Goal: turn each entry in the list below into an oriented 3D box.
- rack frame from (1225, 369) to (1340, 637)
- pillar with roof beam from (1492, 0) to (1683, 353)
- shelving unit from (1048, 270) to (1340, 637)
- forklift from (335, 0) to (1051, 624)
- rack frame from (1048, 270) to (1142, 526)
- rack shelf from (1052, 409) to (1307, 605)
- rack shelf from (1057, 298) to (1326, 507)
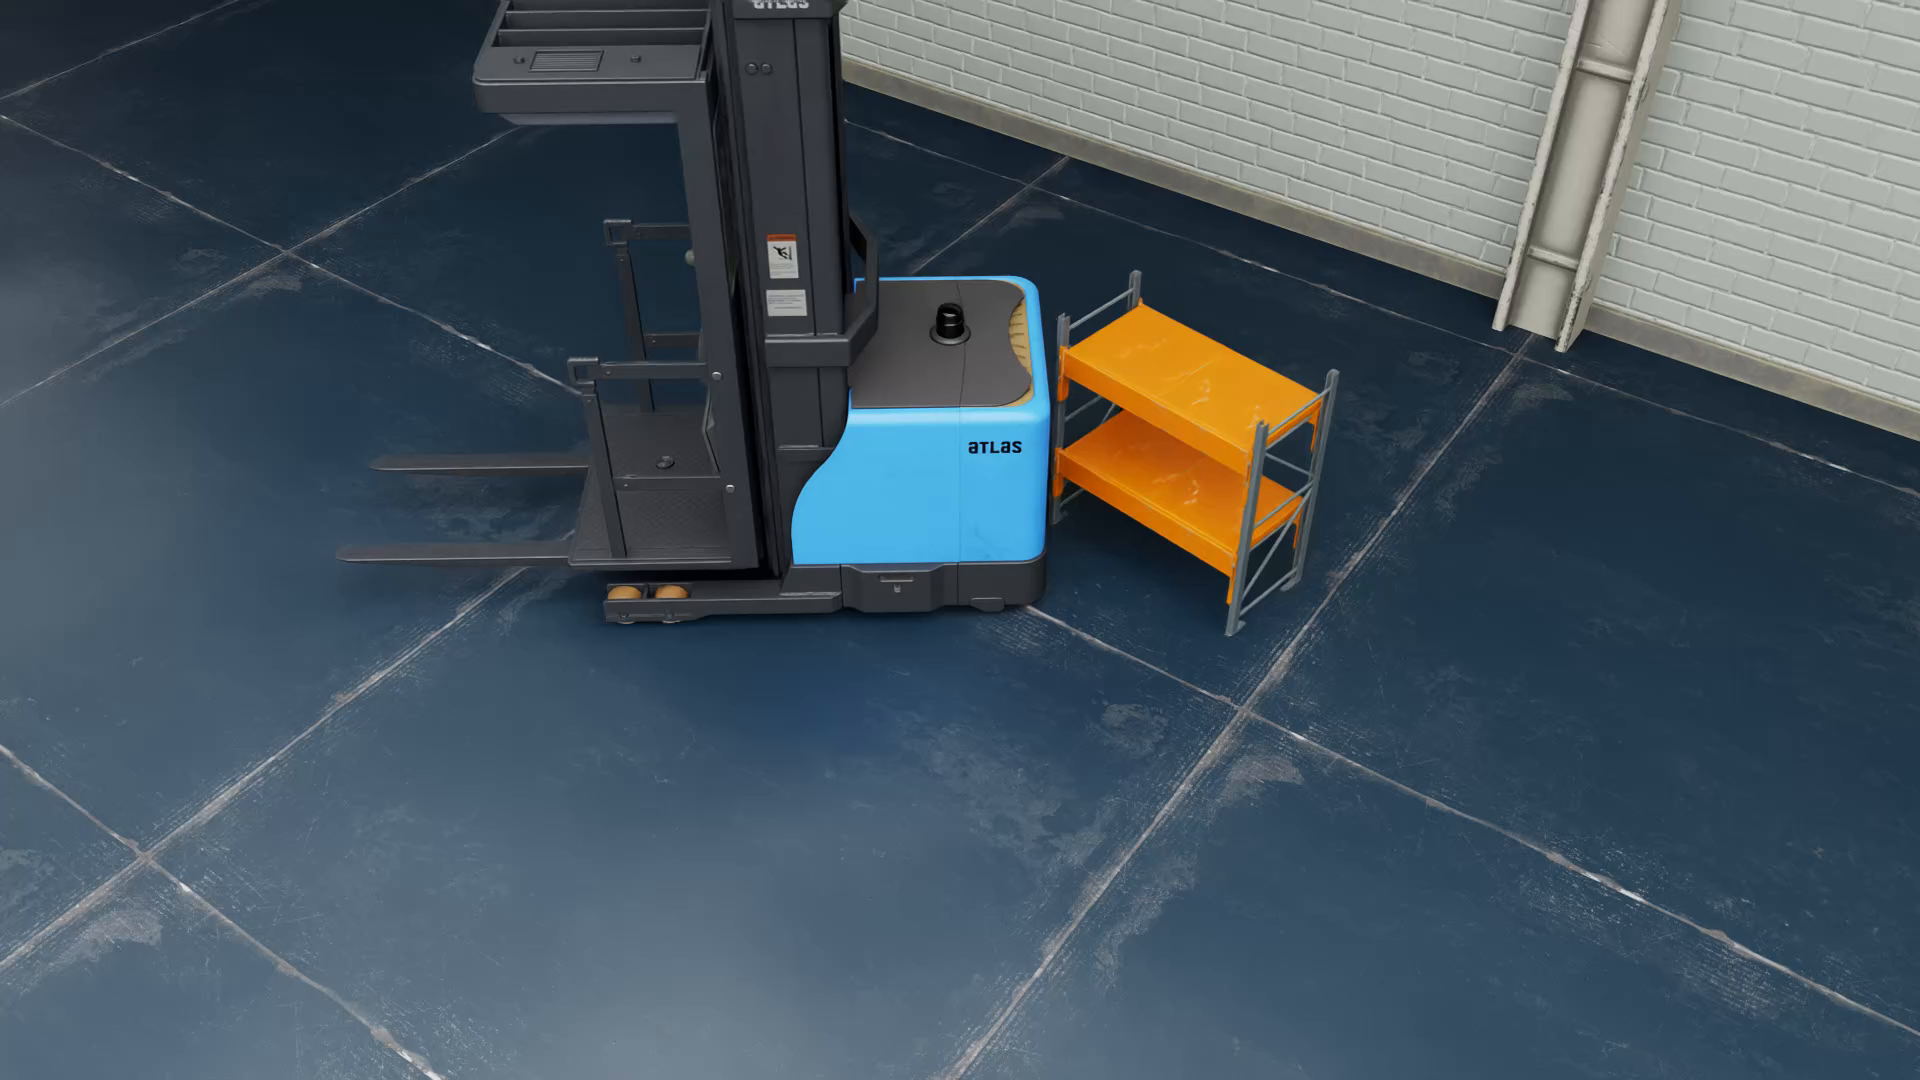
[{"bbox_3d":[1.311,-0.132,6.803,0.032,1.125,0.500,33,52,32],"label":"rack frame"},{"bbox_3d":[0.573,-2.127,3.127,0.400,9.000,9.100,25,48,25],"label":"pillar with roof beam"},{"bbox_3d":[0.950,-0.371,7.069,1.048,1.125,0.538,33,52,32],"label":"shelving unit"},{"bbox_3d":[-1.156,-1.093,6.522,3.031,2.935,1.130,-1,42,-1],"label":"forklift"},{"bbox_3d":[0.588,-0.609,7.336,0.032,1.125,0.500,33,52,32],"label":"rack frame"},{"bbox_3d":[0.950,-0.189,7.232,1.000,0.278,0.538,33,52,32],"label":"rack shelf"},{"bbox_3d":[0.950,-0.589,6.874,1.000,0.278,0.538,33,52,32],"label":"rack shelf"}]
